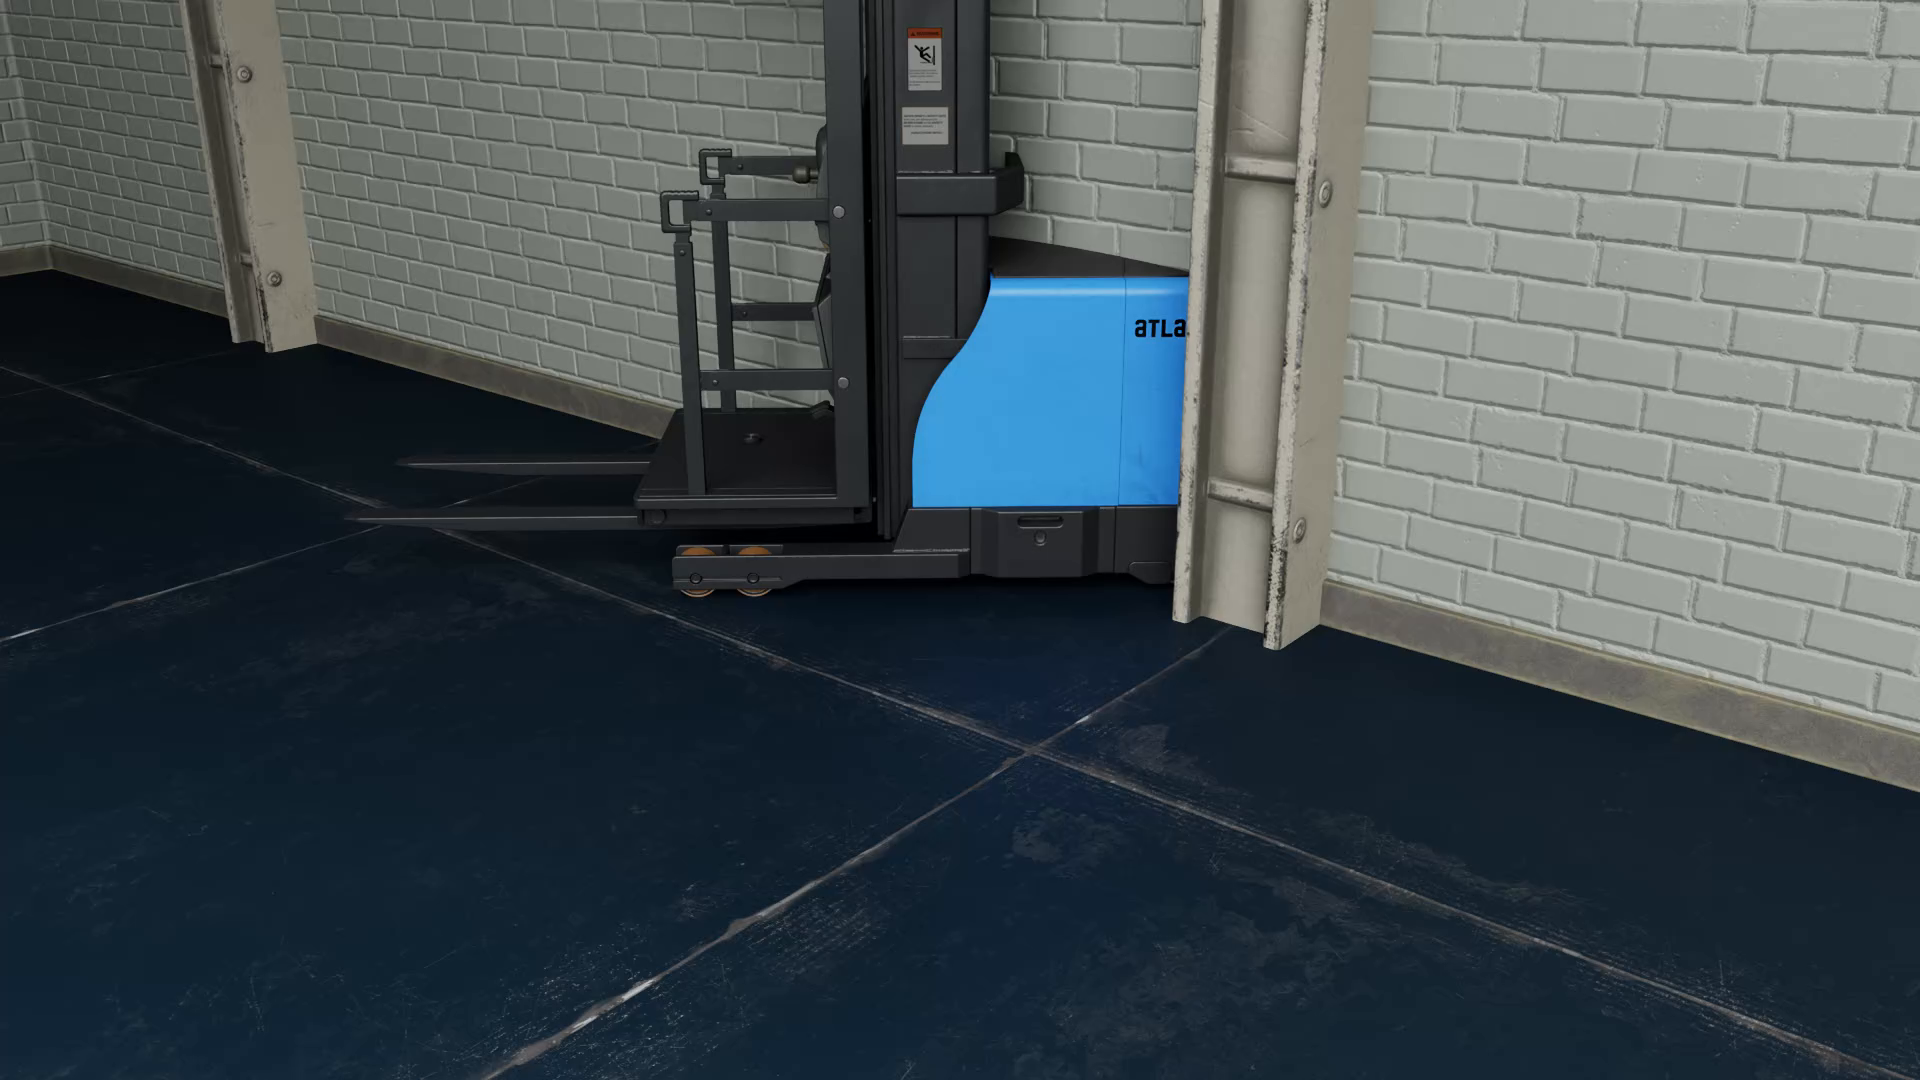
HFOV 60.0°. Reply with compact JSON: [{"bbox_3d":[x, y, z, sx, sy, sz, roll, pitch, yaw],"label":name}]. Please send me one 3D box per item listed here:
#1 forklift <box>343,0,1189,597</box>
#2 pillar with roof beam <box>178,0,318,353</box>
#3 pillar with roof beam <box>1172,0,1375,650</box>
[{"bbox_3d":[-0.624,-1.366,5.637,3.031,2.935,1.130,0,21,-1],"label":"forklift"},{"bbox_3d":[-6.424,-4.110,4.312,0.400,9.000,9.100,16,26,36],"label":"pillar with roof beam"},{"bbox_3d":[-1.776,-2.771,0.763,0.400,9.000,9.100,16,26,36],"label":"pillar with roof beam"}]
